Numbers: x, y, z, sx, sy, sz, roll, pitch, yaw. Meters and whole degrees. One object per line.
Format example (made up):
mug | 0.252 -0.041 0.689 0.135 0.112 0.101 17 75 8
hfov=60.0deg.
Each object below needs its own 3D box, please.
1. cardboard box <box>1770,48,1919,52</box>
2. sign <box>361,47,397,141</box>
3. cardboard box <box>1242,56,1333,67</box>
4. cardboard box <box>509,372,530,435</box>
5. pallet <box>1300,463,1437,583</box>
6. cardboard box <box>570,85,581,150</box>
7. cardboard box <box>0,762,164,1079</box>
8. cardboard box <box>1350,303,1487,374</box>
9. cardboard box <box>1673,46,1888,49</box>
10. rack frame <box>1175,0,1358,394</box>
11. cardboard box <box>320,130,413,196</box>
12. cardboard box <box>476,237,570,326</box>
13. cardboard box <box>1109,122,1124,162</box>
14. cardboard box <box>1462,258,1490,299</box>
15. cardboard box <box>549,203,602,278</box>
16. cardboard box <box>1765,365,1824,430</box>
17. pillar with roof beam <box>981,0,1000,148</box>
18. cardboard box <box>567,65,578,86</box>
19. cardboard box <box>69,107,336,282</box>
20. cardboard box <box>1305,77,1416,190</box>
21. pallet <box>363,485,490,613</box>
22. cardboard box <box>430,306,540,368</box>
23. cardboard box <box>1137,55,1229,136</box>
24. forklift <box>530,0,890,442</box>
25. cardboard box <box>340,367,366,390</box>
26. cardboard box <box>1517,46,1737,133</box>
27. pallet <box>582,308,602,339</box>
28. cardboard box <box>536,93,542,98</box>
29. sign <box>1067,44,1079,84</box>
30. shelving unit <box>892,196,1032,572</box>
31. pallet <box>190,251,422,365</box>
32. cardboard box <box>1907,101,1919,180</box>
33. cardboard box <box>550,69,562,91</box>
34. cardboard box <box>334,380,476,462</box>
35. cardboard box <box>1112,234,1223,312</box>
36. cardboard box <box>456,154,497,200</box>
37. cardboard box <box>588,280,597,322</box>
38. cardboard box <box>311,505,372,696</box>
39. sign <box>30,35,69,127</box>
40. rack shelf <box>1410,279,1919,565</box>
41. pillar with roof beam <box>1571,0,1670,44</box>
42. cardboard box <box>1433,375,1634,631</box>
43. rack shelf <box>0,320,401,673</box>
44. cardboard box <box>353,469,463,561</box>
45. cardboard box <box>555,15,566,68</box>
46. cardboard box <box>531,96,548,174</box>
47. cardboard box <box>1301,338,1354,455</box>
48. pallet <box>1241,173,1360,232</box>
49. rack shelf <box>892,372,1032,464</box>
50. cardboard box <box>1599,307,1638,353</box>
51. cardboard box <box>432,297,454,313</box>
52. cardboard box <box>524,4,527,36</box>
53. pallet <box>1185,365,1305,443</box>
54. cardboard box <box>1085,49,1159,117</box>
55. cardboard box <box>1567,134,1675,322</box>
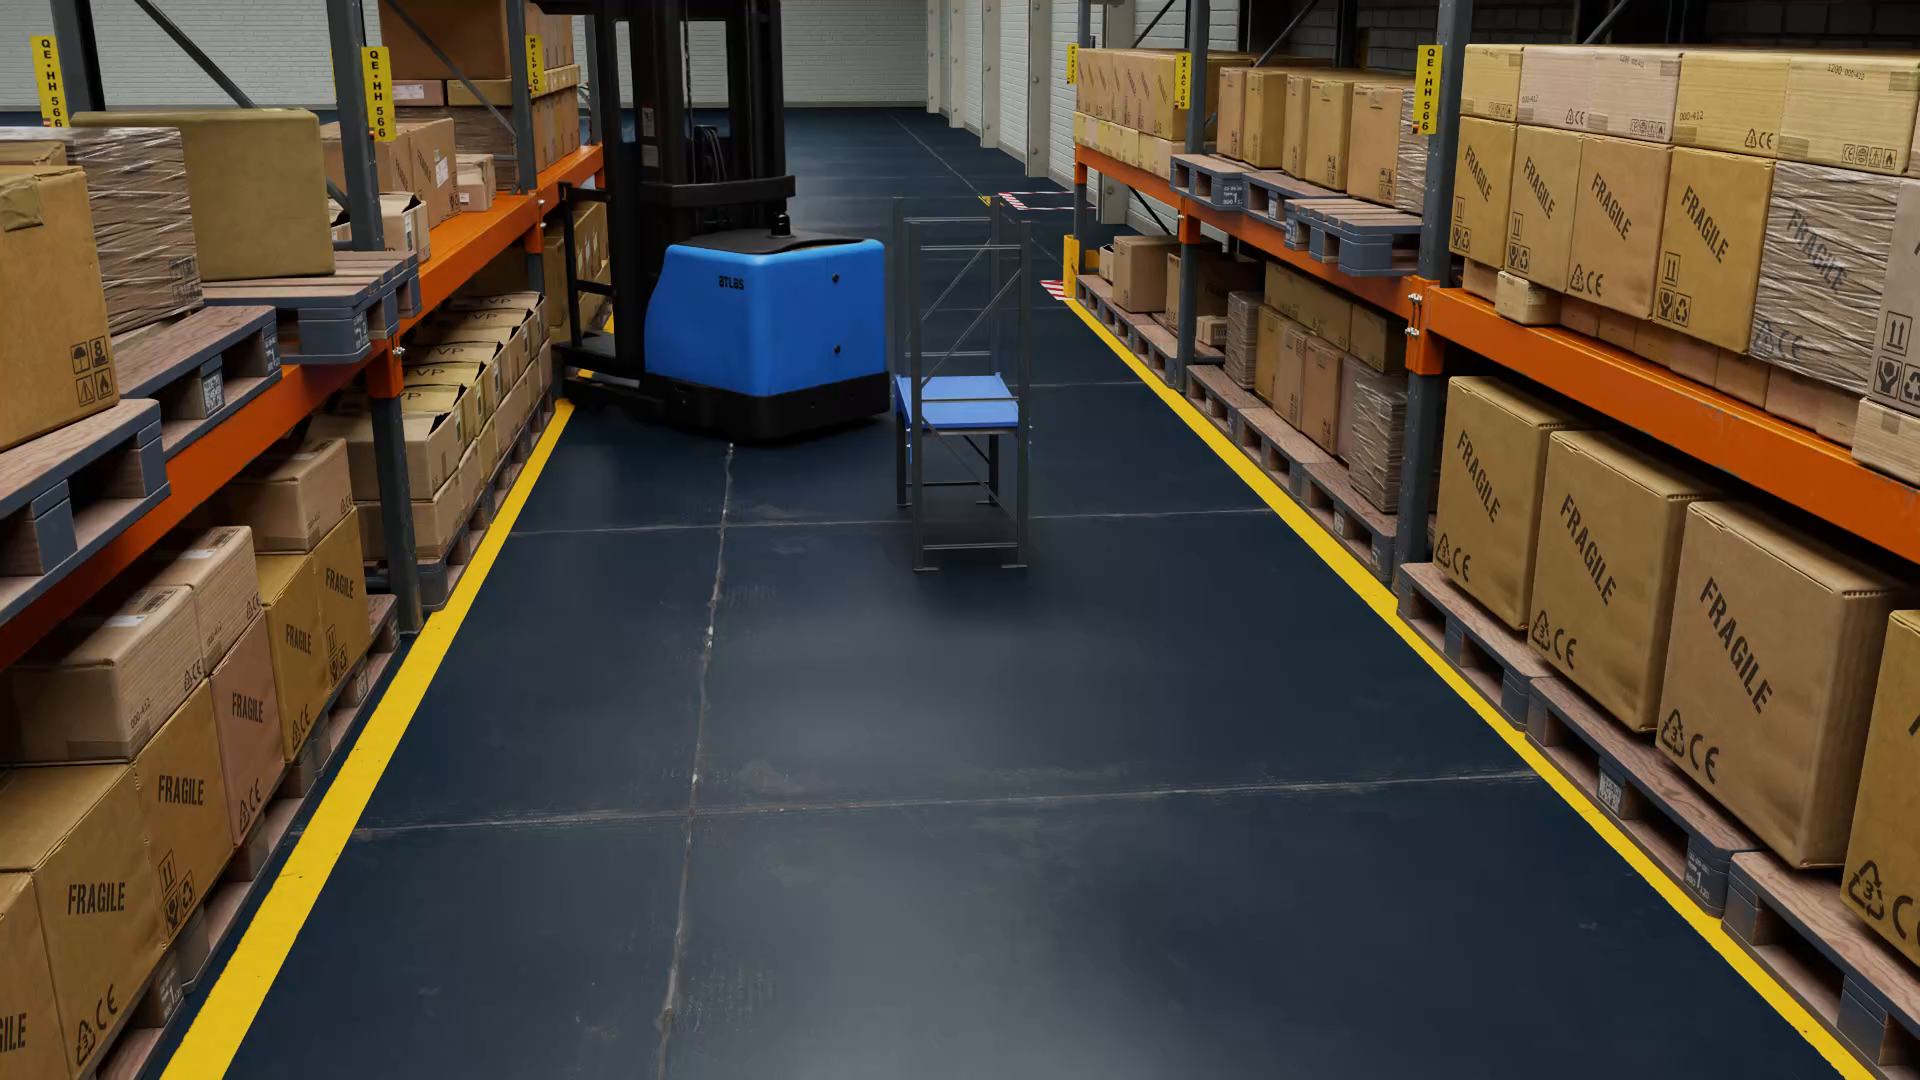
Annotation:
cardboard box | 2.717 -1.333 4.965 0.500 0.250 0.500 -2 18 -7
sign | -2.076 -1.590 5.934 0.100 0.325 0.005 -2 18 -6
cardboard box | 2.059 -2.844 10.694 0.500 0.500 0.500 -2 18 -7
cardboard box | -2.592 -0.719 8.847 0.500 0.250 0.500 -1 17 -4
pallet | 2.233 -0.113 7.684 1.003 0.211 1.213 -2 18 -6
cardboard box | -3.404 -3.348 13.166 0.700 0.500 0.500 -2 18 -6
cardboard box | -2.075 0.808 3.534 0.500 0.500 0.500 -2 17 -5
cardboard box | 2.190 -0.970 7.946 0.500 0.250 0.500 -1 17 -5
cardboard box | 2.667 -1.486 5.453 0.500 0.250 0.500 -2 18 -7
rack frame | 1.900 -2.402 10.320 1.000 3.000 0.127 -2 18 -6
cardboard box | -2.804 -1.603 7.609 0.500 0.500 0.500 -3 18 -9
cardboard box | -2.763 -1.642 10.537 0.500 0.500 0.500 -2 18 -6
cardboard box | 1.386 -2.920 12.186 0.500 0.250 0.500 -2 18 -5
cardboard box | 2.116 -0.995 6.224 0.380 0.149 0.250 -2 18 -6
cardboard box | -2.971 -2.238 12.435 0.500 0.500 0.500 -2 18 -6
cardboard box | 2.321 -0.380 4.266 0.380 0.149 0.250 -2 18 -7
pillar with roof beam | -3.719 -11.504 29.297 9.100 9.000 0.400 -2 18 -6
cardboard box | -3.182 -3.611 12.921 0.380 0.149 0.250 -1 17 -4
cardboard box | -2.437 -1.120 5.369 0.700 0.500 0.500 -8 19 -24
cardboard box | 2.103 -1.978 8.069 0.700 0.500 0.500 -2 18 -6
pallet | -2.661 0.028 7.236 1.003 0.211 1.213 -2 18 -6
cardboard box | -2.640 -1.137 9.245 0.500 0.311 0.500 -1 17 -4
cardboard box | 1.486 -2.978 11.119 0.500 0.500 0.500 -2 18 -6
forklift | -1.837 -2.303 10.118 3.031 2.935 1.130 16 23 41
cardboard box | -3.023 -0.666 7.743 0.500 0.311 0.500 -2 18 -6
cardboard box | 2.159 -1.464 5.383 0.500 0.250 0.500 -2 18 -6
pallet | -3.196 -1.520 12.166 1.003 0.211 1.213 -2 18 -6
cardboard box | -2.969 -2.995 10.960 0.380 0.149 0.250 -2 18 -7
sign | 0.948 -3.990 13.933 0.100 0.325 0.005 -2 18 -6
shelving unit | -0.009 -0.741 7.533 0.538 1.500 1.048 -2 18 -6
pallet | -2.475 -0.765 5.426 1.213 0.211 1.003 -2 18 -6
cardboard box | 2.379 -0.859 3.458 0.500 0.250 0.500 -1 17 -4
cardboard box | -3.076 -3.303 11.941 0.380 0.149 0.250 -1 17 -4
cardboard box | -2.439 -0.533 7.322 0.500 0.311 0.500 -2 18 -7
cardboard box | 1.554 -2.012 12.517 0.700 0.500 0.500 -3 18 -9
cardboard box | -2.933 -2.031 9.389 0.500 0.250 0.500 -1 17 -2
cardboard box | -2.924 -1.731 12.072 0.500 0.250 0.500 -2 18 -6
cardboard box | -2.284 0.198 5.477 0.500 0.500 0.500 -1 17 -3
sign | -3.166 -1.590 5.802 0.100 0.325 0.005 -2 18 -6
rack shelf | 2.519 -0.271 4.734 1.077 0.370 4.000 -2 18 -6
pillar with roof beam | -1.243 -4.354 6.521 9.100 9.000 0.400 -2 18 -6
cardboard box | 2.258 -0.162 6.073 0.750 0.750 0.750 -2 18 -6
rack shelf | -2.408 -0.117 4.243 1.077 0.370 4.000 -2 18 -6
cardboard box | -2.376 -0.110 6.908 0.500 0.250 0.500 -2 18 -6
cardboard box | -3.339 -3.794 12.423 0.700 0.500 0.500 -2 18 -7
cardboard box | -3.188 -2.734 11.211 0.700 0.500 0.500 -2 17 -5
cardboard box | 2.169 -0.745 8.480 0.700 0.500 0.500 -2 18 -6
pallet | 2.068 -1.707 8.427 1.003 0.211 1.213 -2 18 -6
rack shelf | -0.009 -0.569 7.587 0.538 0.185 1.000 -2 18 -6
cardboard box | 2.261 -0.689 5.251 0.380 0.149 0.250 -1 17 -4
cardboard box | -3.232 -1.273 9.677 0.500 0.311 0.500 -2 18 -5
cardboard box | -3.132 -3.197 10.520 0.700 0.500 0.500 -2 18 -6
pallet | 1.982 -0.840 9.999 1.003 0.211 1.213 -2 18 -6
cardboard box | 1.279 -3.590 13.071 0.500 0.500 0.500 -2 18 -5
cardboard box | 2.203 -0.953 5.007 0.500 0.500 0.500 -2 18 -6
